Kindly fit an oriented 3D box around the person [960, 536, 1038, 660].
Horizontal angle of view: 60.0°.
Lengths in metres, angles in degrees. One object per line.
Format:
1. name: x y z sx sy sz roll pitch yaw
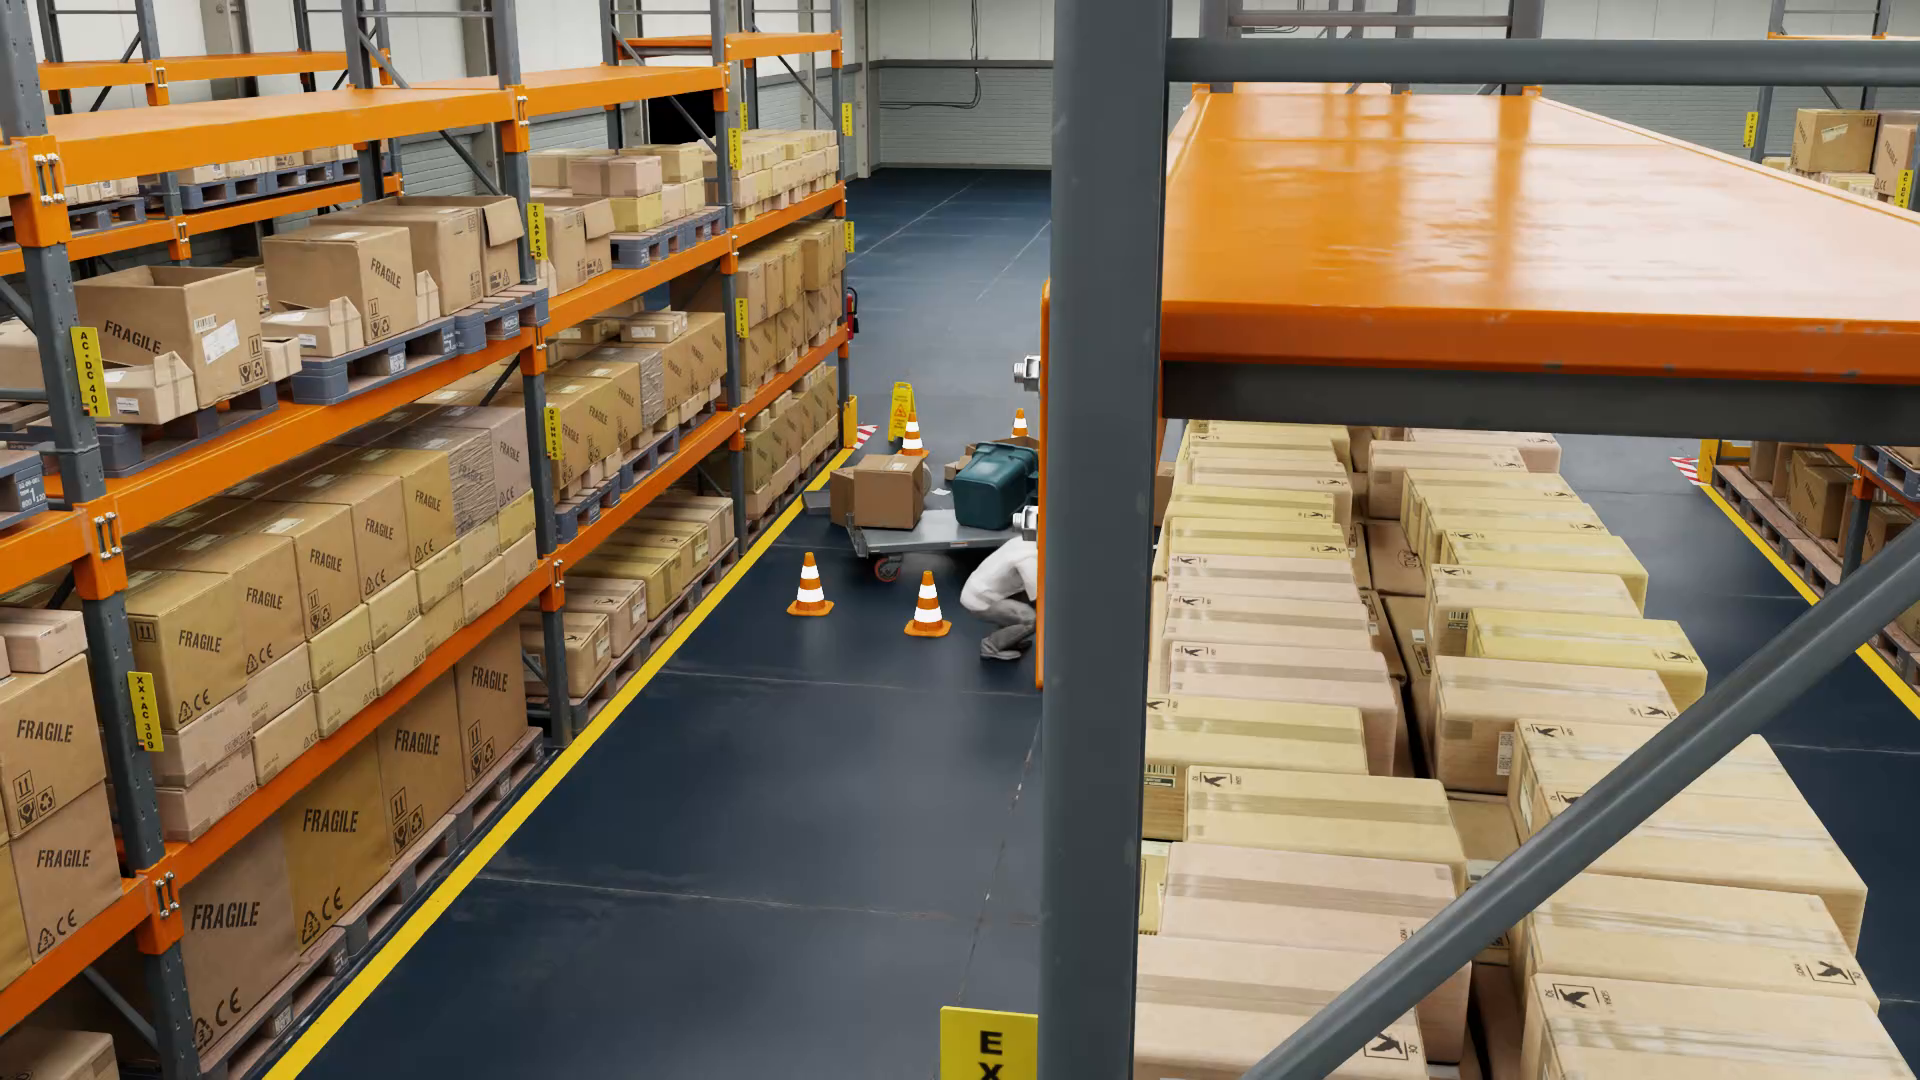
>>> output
1. person: 0.460 0.356 12.180 0.895 0.996 0.586 3 18 9
